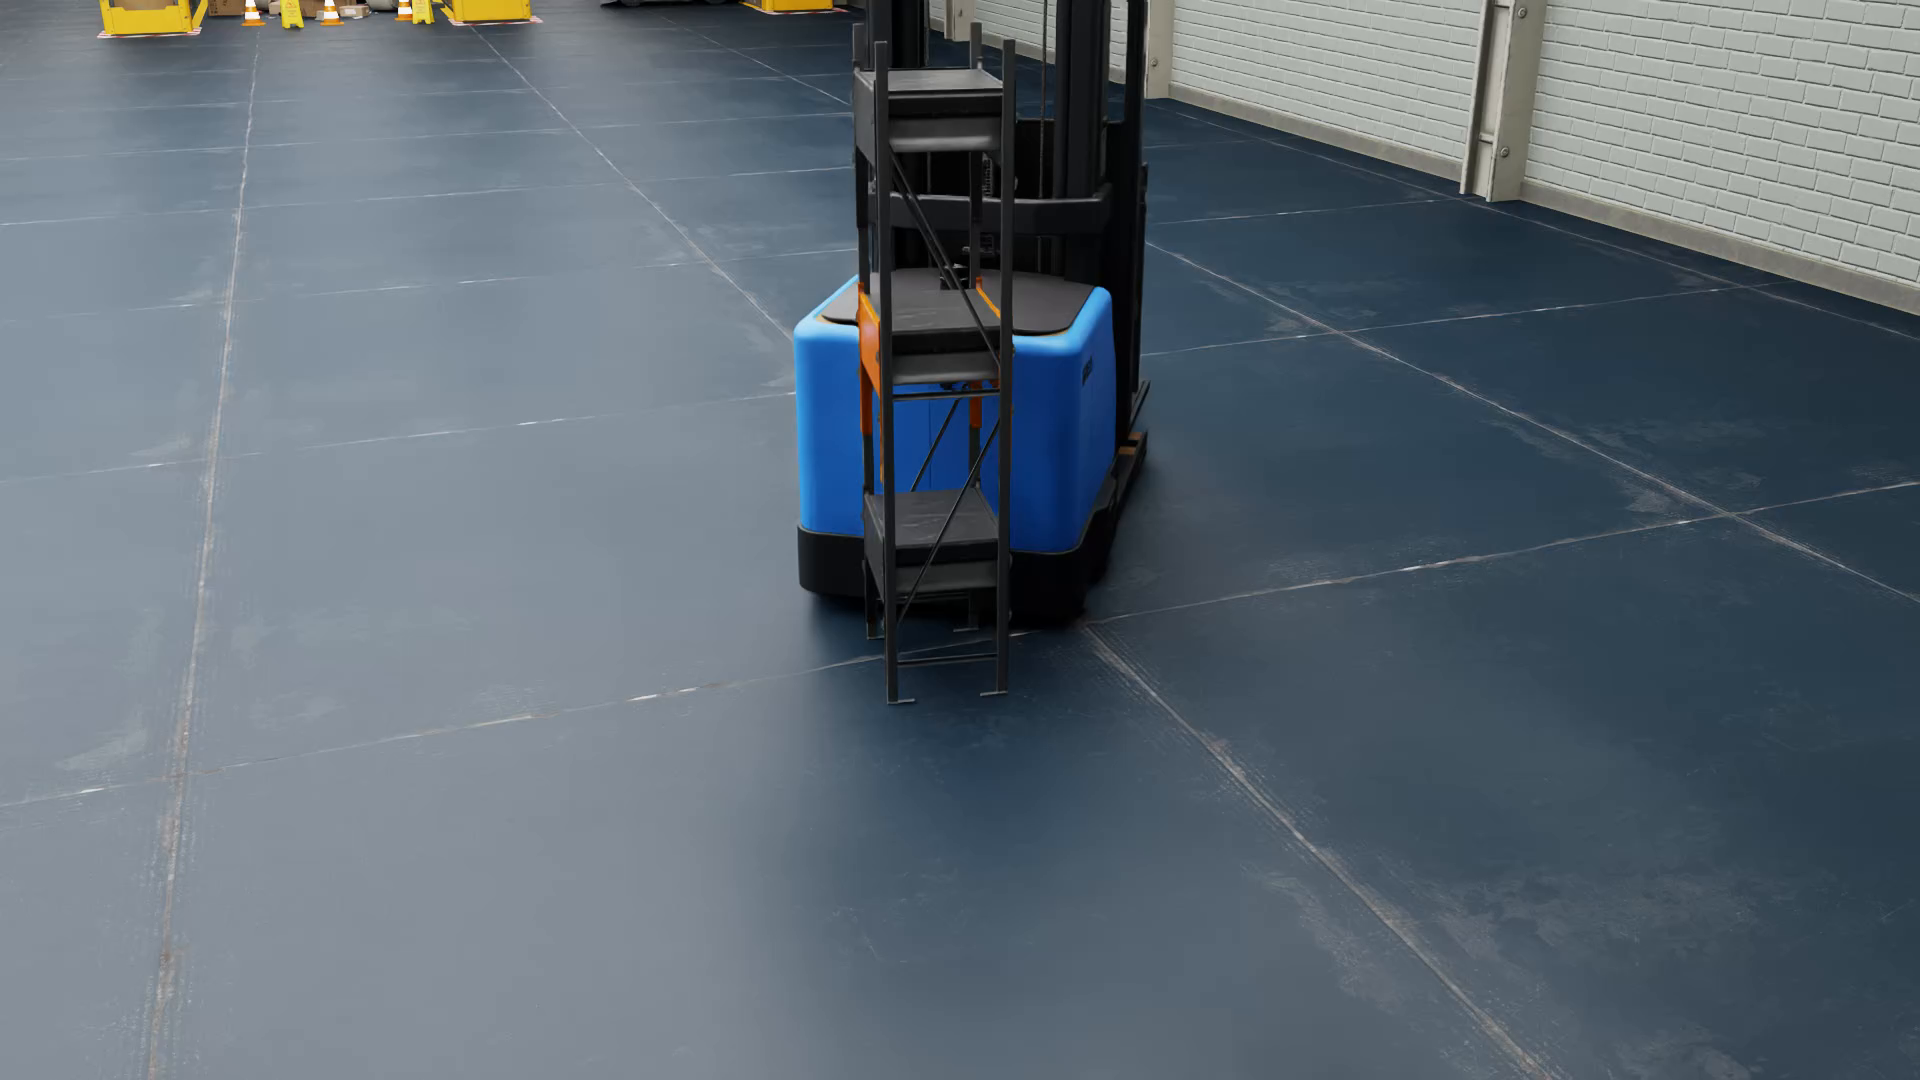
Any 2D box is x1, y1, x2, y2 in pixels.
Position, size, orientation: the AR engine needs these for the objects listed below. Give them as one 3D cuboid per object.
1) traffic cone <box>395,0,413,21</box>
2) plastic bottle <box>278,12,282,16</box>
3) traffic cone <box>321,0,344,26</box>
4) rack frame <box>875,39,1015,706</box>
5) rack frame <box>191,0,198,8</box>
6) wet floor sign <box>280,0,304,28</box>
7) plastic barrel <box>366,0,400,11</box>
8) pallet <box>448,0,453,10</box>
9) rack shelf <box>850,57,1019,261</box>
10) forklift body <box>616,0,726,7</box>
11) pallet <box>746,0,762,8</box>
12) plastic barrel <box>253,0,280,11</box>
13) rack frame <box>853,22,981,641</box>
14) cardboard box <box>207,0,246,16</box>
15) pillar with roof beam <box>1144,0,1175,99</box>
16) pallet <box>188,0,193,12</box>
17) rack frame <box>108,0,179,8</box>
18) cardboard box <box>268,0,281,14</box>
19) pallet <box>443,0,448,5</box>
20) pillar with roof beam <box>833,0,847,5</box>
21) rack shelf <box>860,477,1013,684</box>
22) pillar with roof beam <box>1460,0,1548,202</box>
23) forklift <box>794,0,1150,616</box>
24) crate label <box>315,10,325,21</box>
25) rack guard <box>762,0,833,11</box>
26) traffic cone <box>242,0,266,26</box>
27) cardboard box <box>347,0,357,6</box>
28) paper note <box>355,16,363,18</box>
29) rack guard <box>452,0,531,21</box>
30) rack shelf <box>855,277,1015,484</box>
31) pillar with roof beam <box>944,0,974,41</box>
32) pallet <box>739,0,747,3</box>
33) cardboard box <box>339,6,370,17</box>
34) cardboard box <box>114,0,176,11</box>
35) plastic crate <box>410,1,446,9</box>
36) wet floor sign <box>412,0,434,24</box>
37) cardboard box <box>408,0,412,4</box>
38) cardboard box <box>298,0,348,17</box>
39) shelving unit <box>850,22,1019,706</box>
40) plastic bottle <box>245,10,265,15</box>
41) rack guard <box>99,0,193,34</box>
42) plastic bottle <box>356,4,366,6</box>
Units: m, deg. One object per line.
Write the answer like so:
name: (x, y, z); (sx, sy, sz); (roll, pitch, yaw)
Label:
traffic cone: (-8.728, -8.417, 26.125); (0.336, 0.463, 0.334); (-8, 24, -19)
plastic bottle: (-10.871, -8.459, 26.741); (0.133, 0.061, 0.283); (-18, 29, -37)
traffic cone: (-9.646, -8.141, 25.470); (0.336, 0.463, 0.334); (-8, 24, -19)
rack frame: (-0.041, -0.439, 5.088); (0.400, 2.100, 0.015); (-4, 23, -10)
rack frame: (-13.377, -10.345, 27.431); (1.000, 3.000, 0.127); (-8, 24, -19)
wet floor sign: (-10.102, -8.067, 25.060); (0.267, 0.644, 0.232); (-13, 26, -28)
plastic barrel: (-9.515, -8.963, 27.470); (0.512, 0.421, 0.421); (8, 24, 18)
pallet: (-8.077, -9.092, 28.050); (1.003, 0.211, 1.213); (-8, 24, -19)
rack shelf: (-0.086, -1.164, 5.042); (0.431, 0.518, 0.480); (-4, 23, -10)
forklift body: (-5.103, -10.337, 28.506); (2.313, 2.155, 1.214); (-8, 24, -19)
pallet: (-3.036, -9.277, 28.488); (1.003, 0.211, 1.213); (-8, 24, -19)
plastic barrel: (-11.541, -8.956, 27.453); (0.512, 0.421, 0.421); (8, 24, 18)
rack frame: (-0.132, -0.625, 5.530); (0.400, 2.100, 0.015); (-4, 23, -10)
cardboard box: (-11.869, -8.771, 26.912); (0.500, 0.500, 0.500); (-4, 23, -10)
pillar with roof beam: (-1.918, -8.480, 15.283); (9.100, 9.000, 0.400); (-8, 24, -19)
pallet: (-13.182, -8.773, 27.292); (1.003, 0.211, 1.213); (-8, 24, -19)
rack frame: (-11.964, -8.891, 23.983); (1.000, 3.000, 0.127); (-8, 24, -19)
cardboard box: (-11.047, -8.713, 27.080); (0.396, 0.266, 0.258); (-4, 23, -10)
pallet: (-8.512, -9.536, 29.104); (1.003, 0.211, 1.213); (-8, 24, -19)
pillar with roof beam: (-6.157, -12.840, 25.628); (9.100, 9.000, 0.400); (-8, 24, -19)
rack shelf: (-0.086, 0.126, 5.586); (0.431, 0.518, 0.480); (-4, 23, -10)
pillar with roof beam: (0.202, -6.300, 10.110); (9.100, 9.000, 0.400); (-8, 24, -19)
forklift: (0.232, -1.624, 6.830); (1.130, 2.935, 3.031); (5, 23, 12)
crate label: (-9.982, -8.268, 26.191); (0.298, 0.136, 0.250); (18, 29, 36)
rack guard: (-2.718, -9.129, 27.765); (1.175, 0.500, 0.348); (-8, 24, -19)
traffic cone: (-10.823, -8.110, 25.396); (0.336, 0.463, 0.334); (-8, 24, -19)
cardboard box: (-10.502, -9.210, 28.260); (0.396, 0.266, 0.258); (12, 26, 27)
paper note: (-9.565, -8.309, 26.425); (0.148, 0.019, 0.142); (-18, 29, -37)
rack guard: (-7.396, -8.483, 26.232); (1.175, 0.500, 0.348); (-8, 24, -19)
rack shelf: (-0.086, -0.519, 5.314); (0.431, 0.518, 0.480); (-4, 23, -10)
pillar with roof beam: (-4.037, -10.660, 20.455); (9.100, 9.000, 0.400); (-8, 24, -19)
pallet: (-3.463, -9.719, 29.538); (1.003, 0.211, 1.213); (-8, 24, -19)
cardboard box: (-9.722, -8.492, 26.707); (0.380, 0.149, 0.250); (4, 23, 9)
cardboard box: (-12.266, -8.343, 24.877); (0.875, 0.875, 0.875); (-8, 24, -19)
plastic crate: (-8.995, -9.032, 28.076); (0.402, 0.080, 0.583); (-18, 29, -37)
wet floor sign: (-8.303, -8.306, 25.627); (0.267, 0.644, 0.232); (0, 23, -1)
cardboard box: (-9.677, -9.334, 28.248); (0.500, 0.500, 0.500); (8, 24, 18)
cardboard box: (-10.358, -8.748, 26.856); (0.637, 0.503, 0.797); (12, 26, 27)
shelving unit: (-0.086, -0.532, 5.309); (0.431, 2.100, 0.503); (-4, 23, -10)
plastic bottle: (-11.410, -8.532, 26.913); (0.283, 0.061, 0.133); (-18, 29, -37)
rack guard: (-11.956, -7.731, 24.448); (1.175, 0.500, 0.348); (-8, 24, -19)
plastic bottle: (-10.081, -8.980, 27.977); (0.133, 0.061, 0.283); (-4, 23, -10)
